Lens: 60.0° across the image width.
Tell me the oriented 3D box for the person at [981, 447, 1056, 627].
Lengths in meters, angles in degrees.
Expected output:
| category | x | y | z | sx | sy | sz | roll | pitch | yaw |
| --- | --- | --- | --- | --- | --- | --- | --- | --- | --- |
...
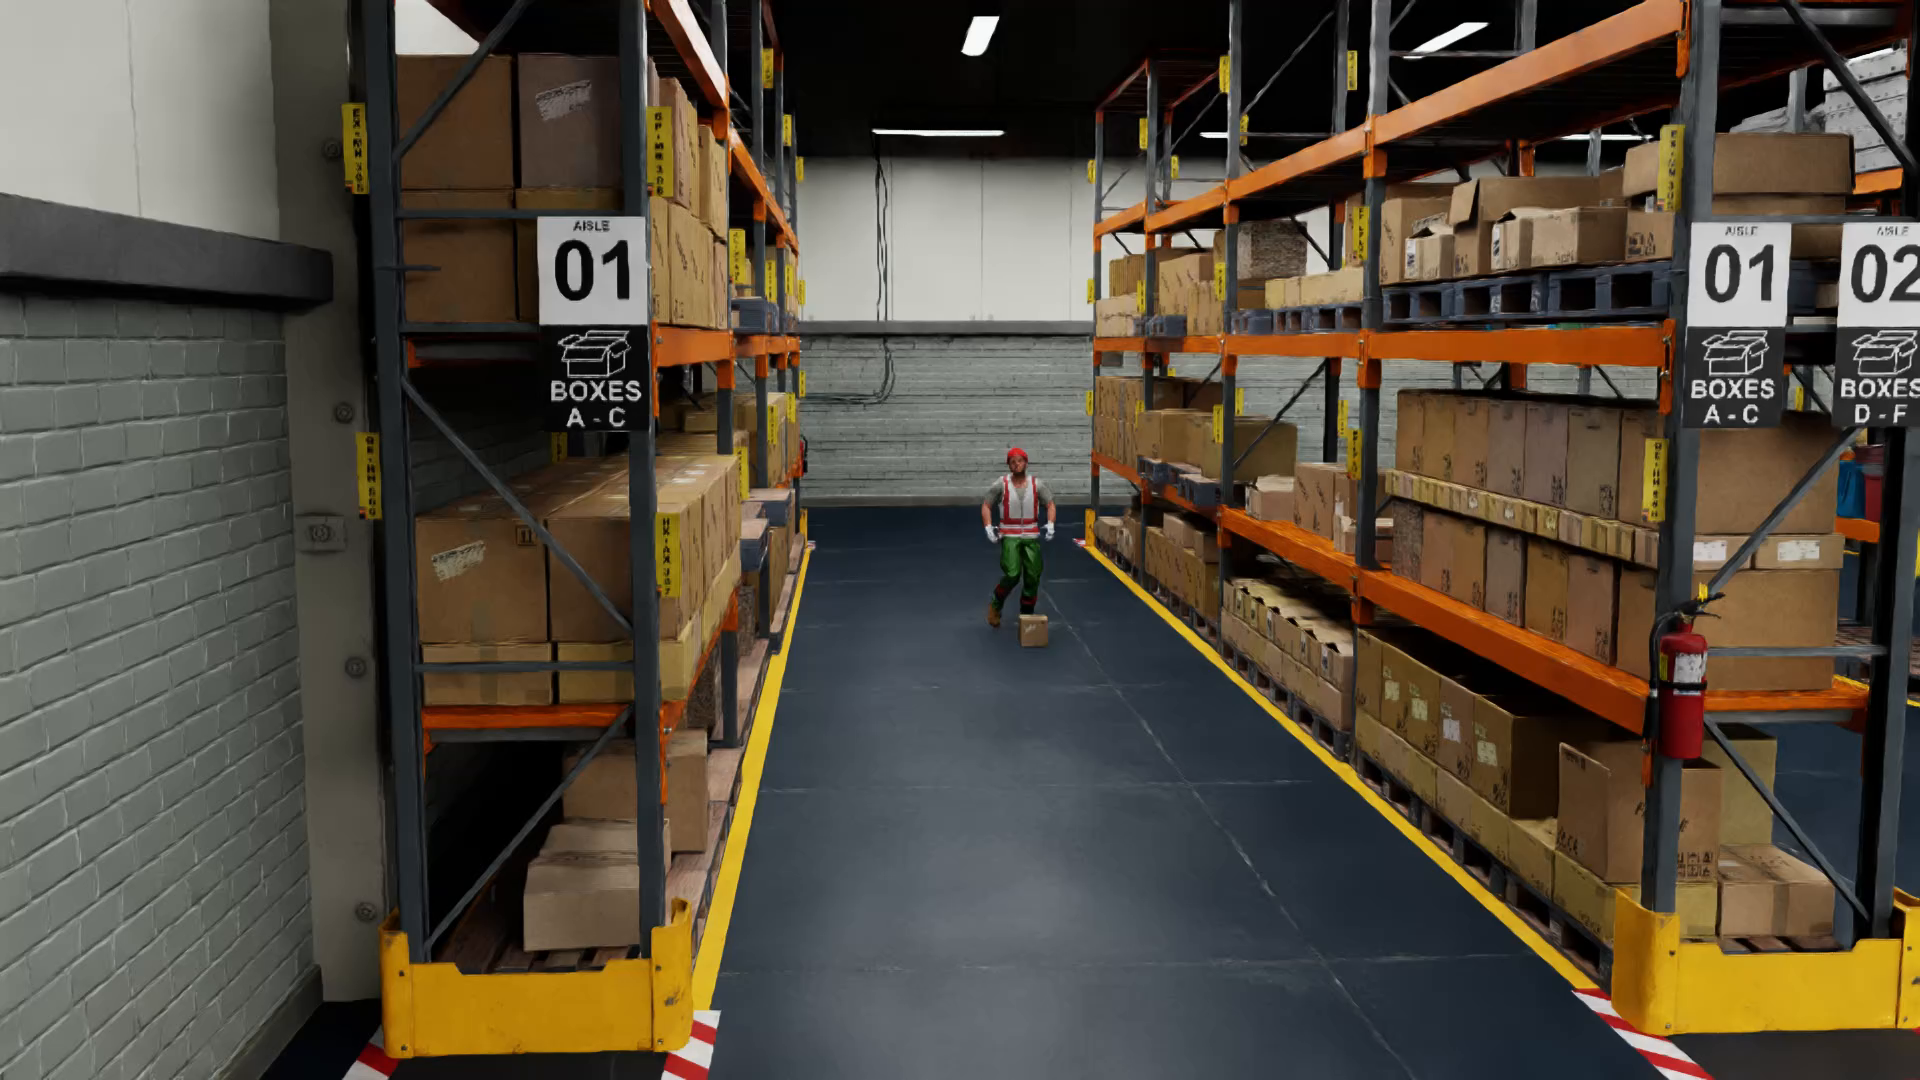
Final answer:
| category | x | y | z | sx | sy | sz | roll | pitch | yaw |
| --- | --- | --- | --- | --- | --- | --- | --- | --- | --- |
| person | 0.597 | -0.008 | 15.865 | 0.716 | 1.753 | 0.499 | -2 | 7 | -16 |
